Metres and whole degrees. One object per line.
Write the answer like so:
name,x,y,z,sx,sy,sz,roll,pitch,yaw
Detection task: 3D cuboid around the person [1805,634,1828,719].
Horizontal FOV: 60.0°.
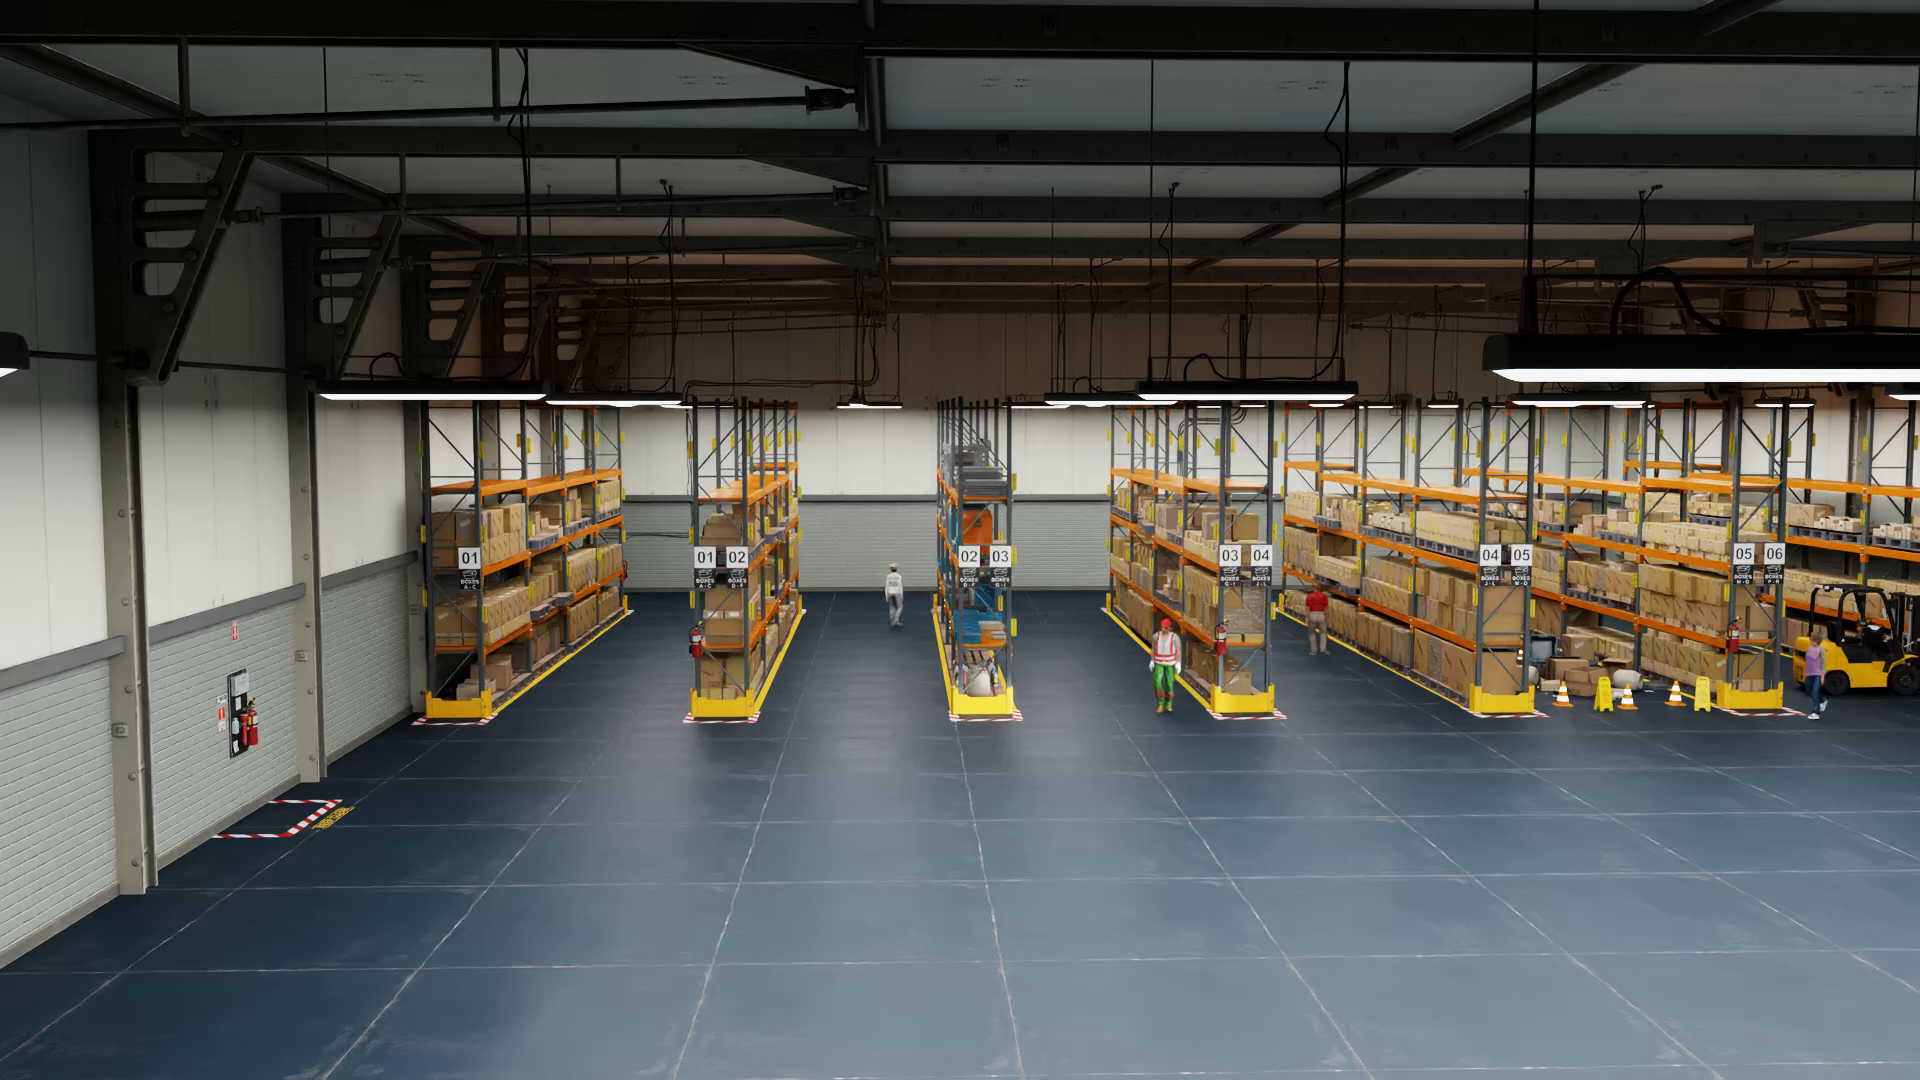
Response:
person,16.020,2.525,31.038,0.692,1.580,0.438,-2,5,-23

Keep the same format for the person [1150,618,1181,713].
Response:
person,3.908,2.405,31.630,0.625,1.849,0.414,1,5,17

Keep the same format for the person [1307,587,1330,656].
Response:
person,8.398,1.910,38.939,0.507,1.625,0.565,0,4,-4

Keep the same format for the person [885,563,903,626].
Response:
person,-1.763,1.465,44.352,0.521,1.680,0.484,2,5,25
